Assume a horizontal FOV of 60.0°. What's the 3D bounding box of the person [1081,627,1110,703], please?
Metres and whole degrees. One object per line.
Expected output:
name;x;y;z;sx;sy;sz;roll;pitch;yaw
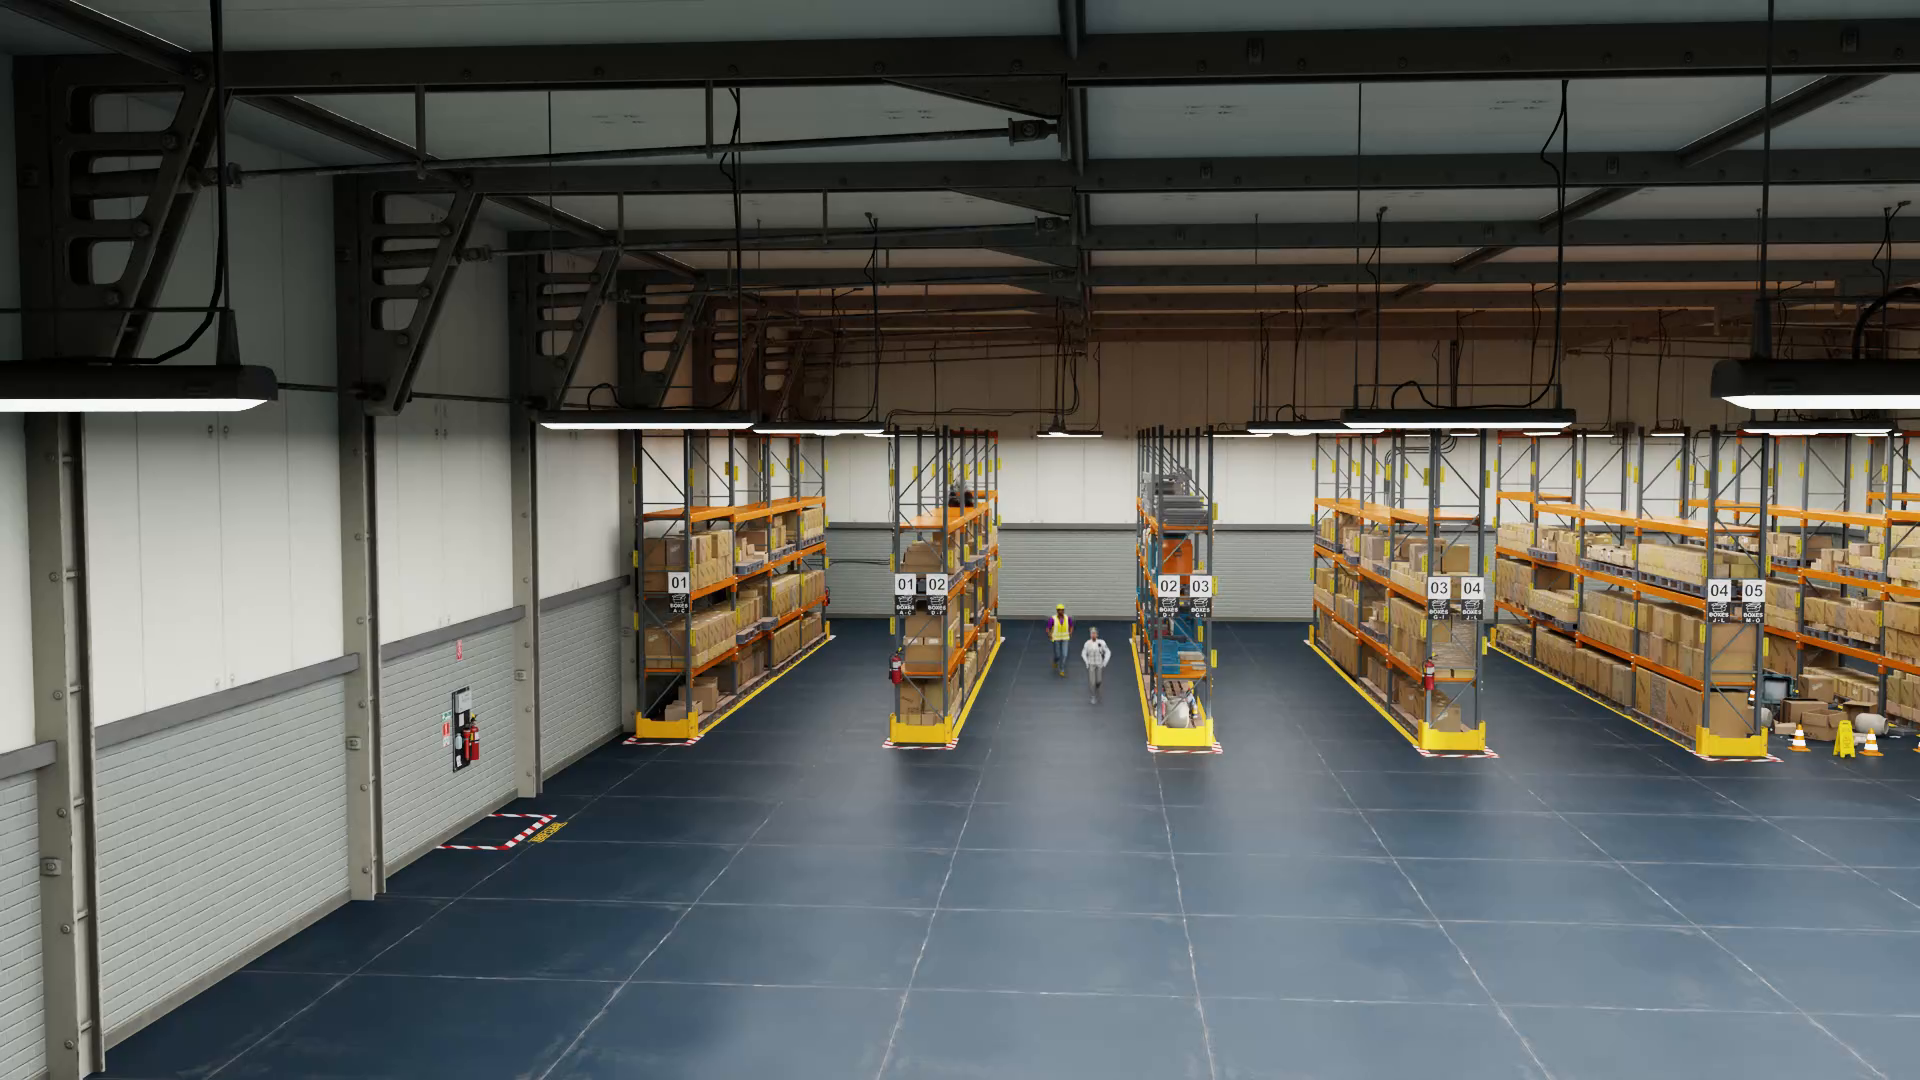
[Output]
person;2.946;2.723;36.201;0.624;1.657;0.492;1;3;9

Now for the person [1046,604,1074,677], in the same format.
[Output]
person;2.451;2.431;40.507;0.705;1.737;0.744;0;3;-7

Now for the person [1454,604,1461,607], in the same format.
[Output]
person;13.585;2.147;46.136;0.711;1.608;0.671;2;4;32
